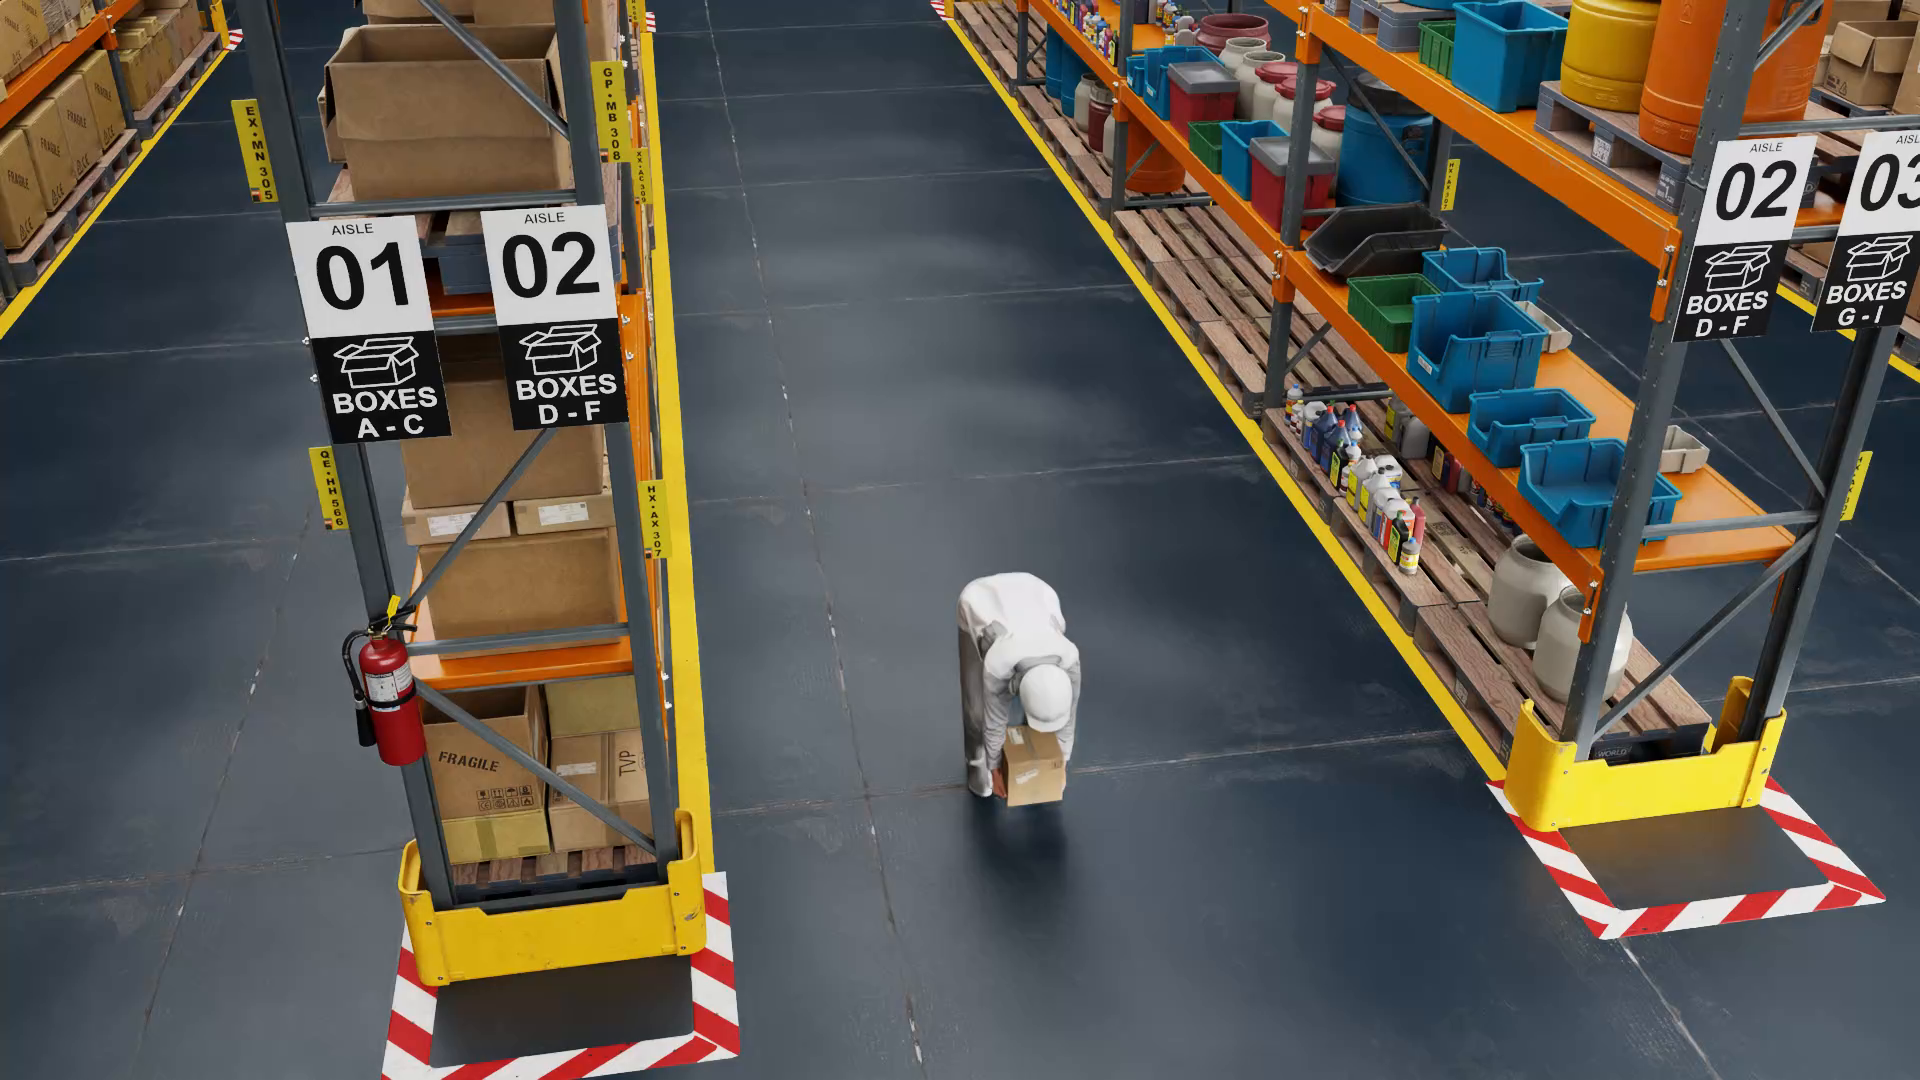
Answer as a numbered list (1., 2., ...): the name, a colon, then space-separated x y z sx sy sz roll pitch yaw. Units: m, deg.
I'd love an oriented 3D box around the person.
1. person: 0.241 0.347 7.522 0.574 1.770 0.475 -6 31 -11
